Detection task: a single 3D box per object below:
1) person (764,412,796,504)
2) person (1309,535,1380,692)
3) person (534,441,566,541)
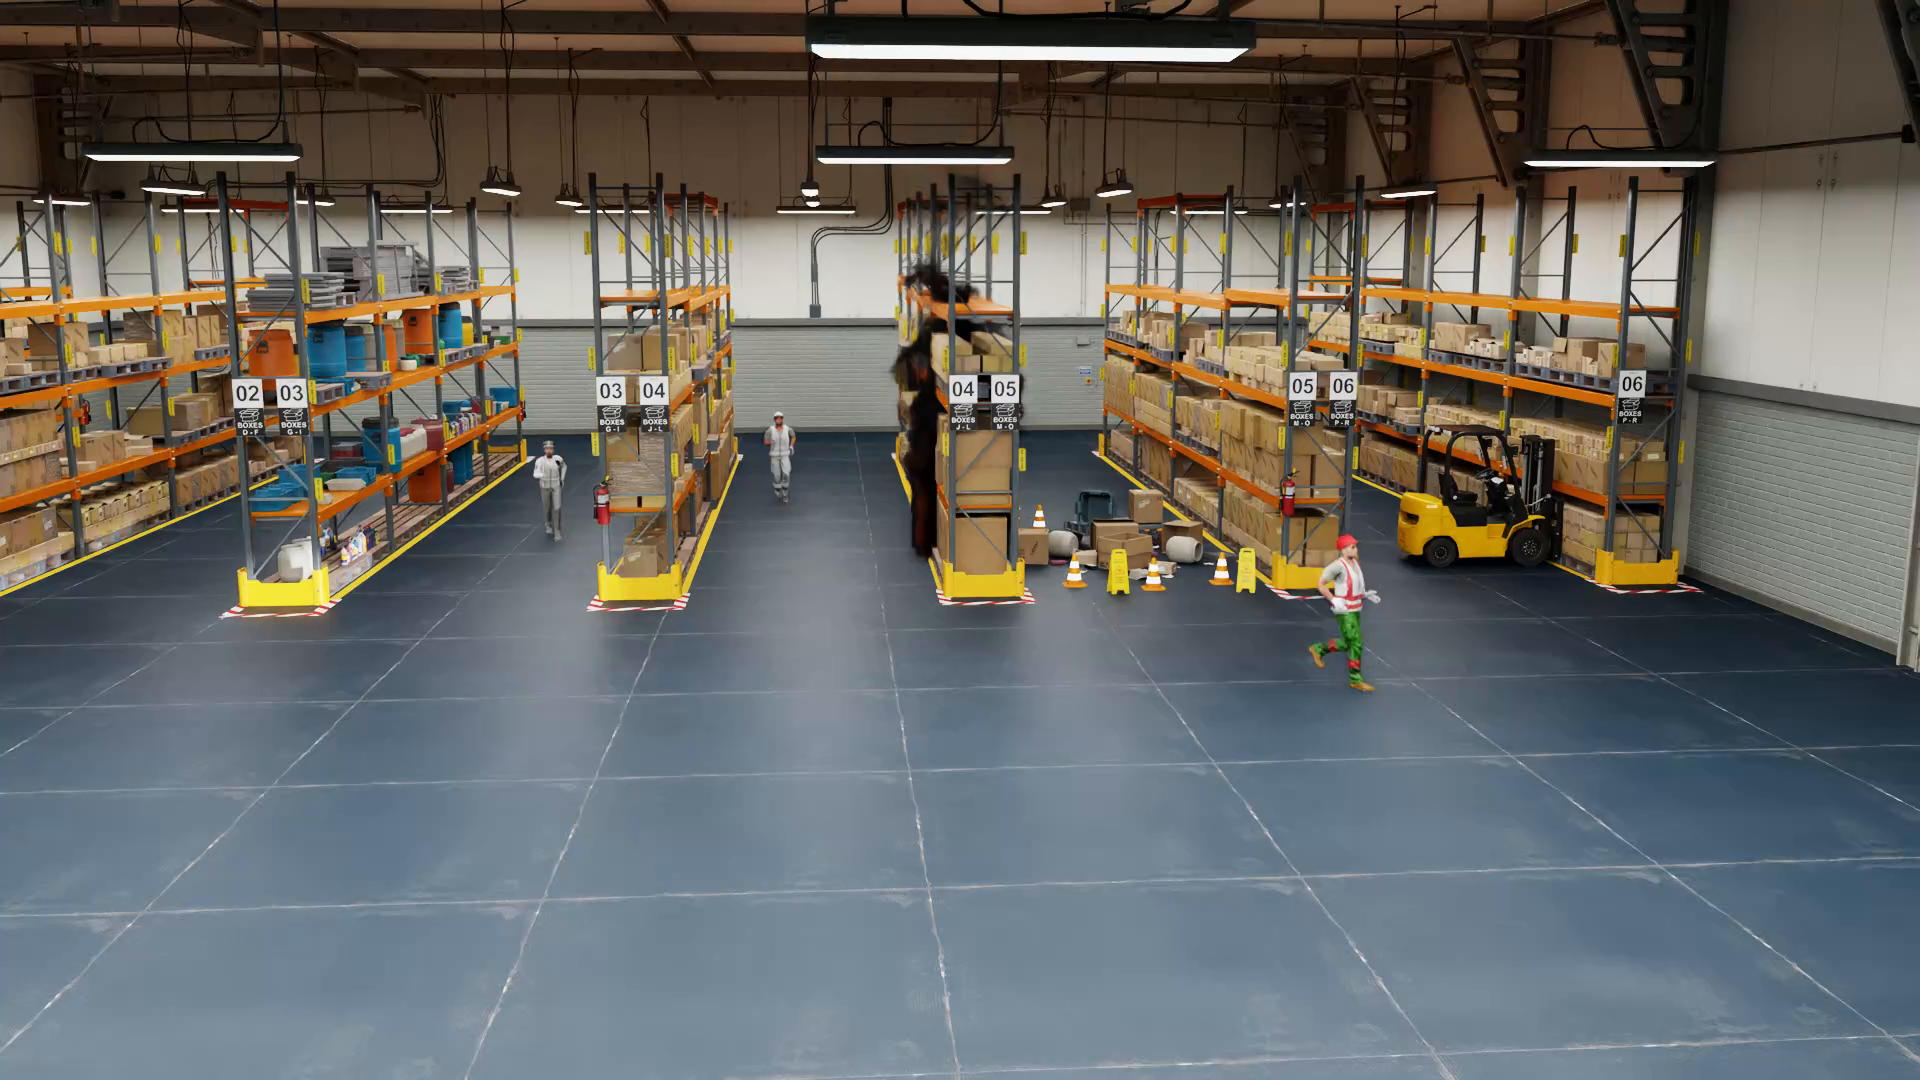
[{"bbox_3d":[-3.530,-1.607,32.685,0.631,1.823,0.694,-1,10,-8],"label":"person"},{"bbox_3d":[4.382,0.816,19.056,0.872,1.778,0.655,8,13,39],"label":"person"},{"bbox_3d":[-7.080,-0.869,28.769,0.557,1.737,0.816,-2,10,-13],"label":"person"}]
